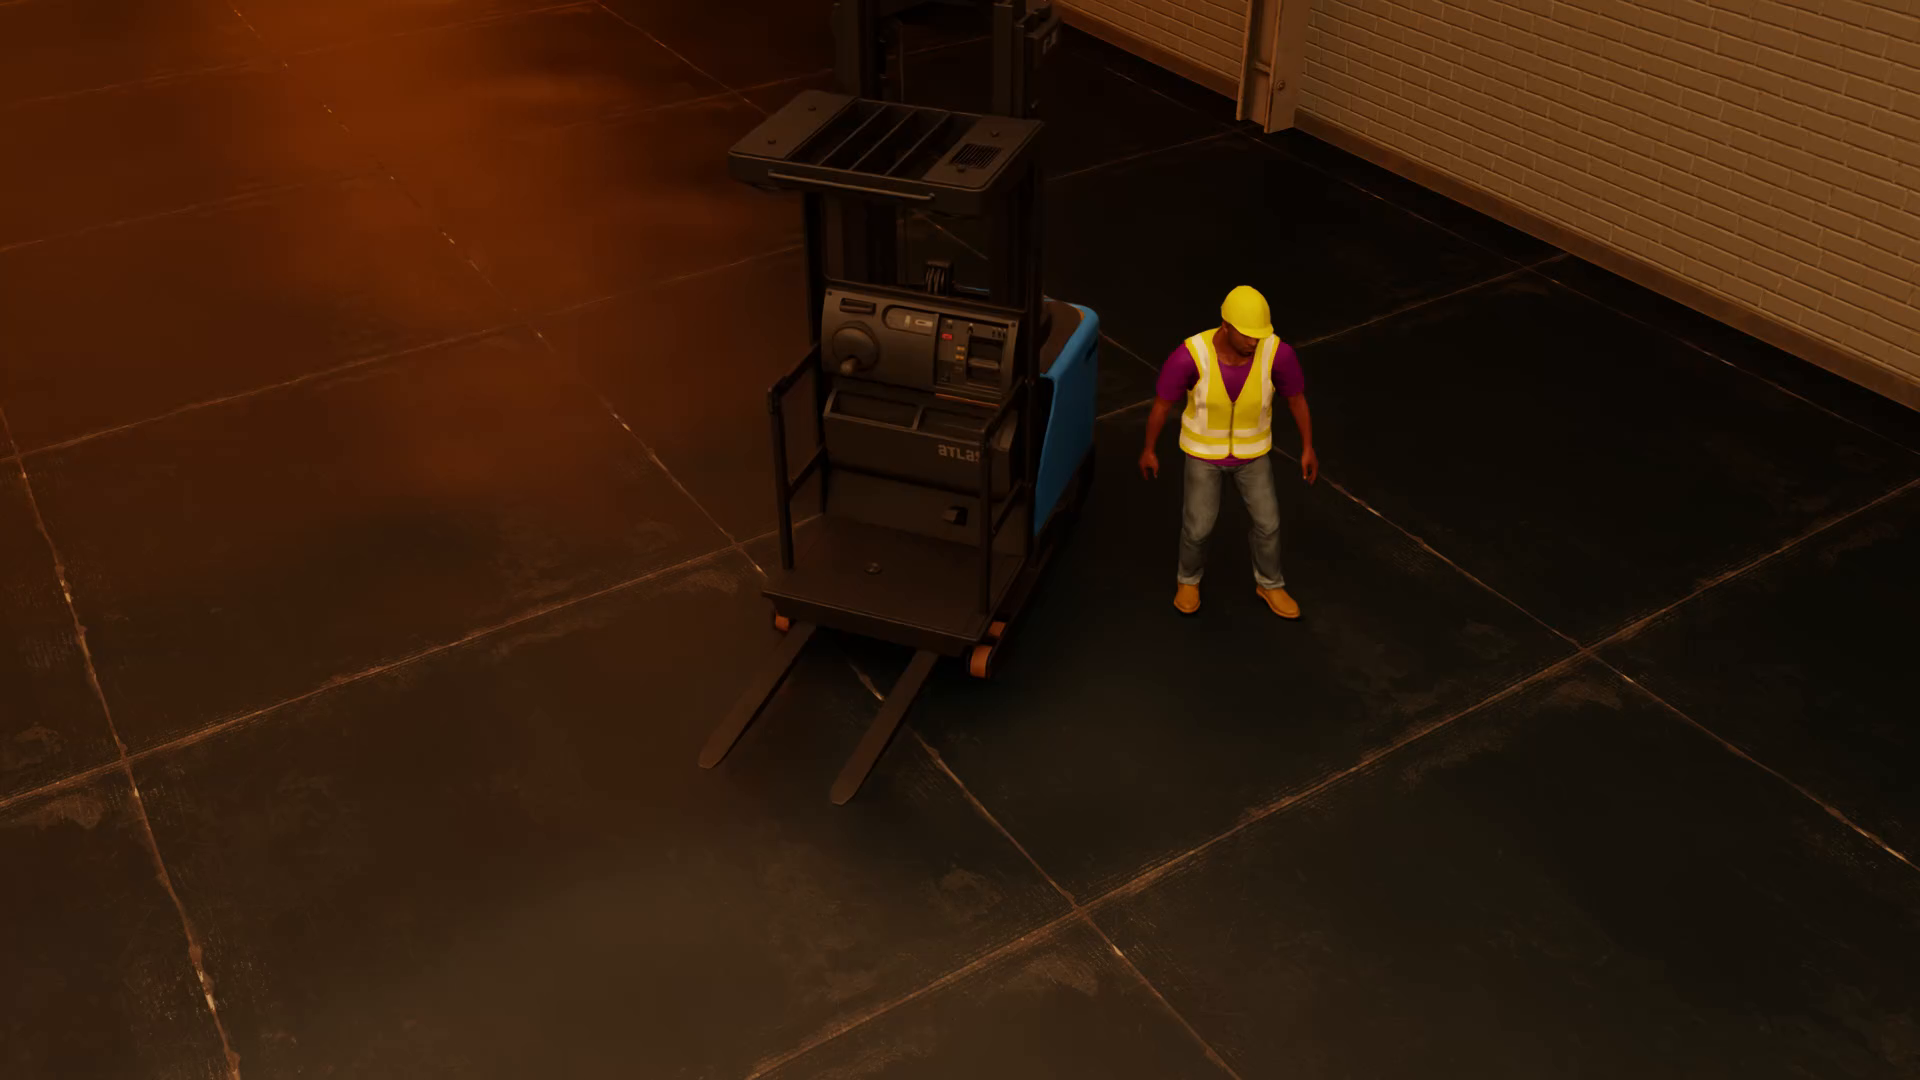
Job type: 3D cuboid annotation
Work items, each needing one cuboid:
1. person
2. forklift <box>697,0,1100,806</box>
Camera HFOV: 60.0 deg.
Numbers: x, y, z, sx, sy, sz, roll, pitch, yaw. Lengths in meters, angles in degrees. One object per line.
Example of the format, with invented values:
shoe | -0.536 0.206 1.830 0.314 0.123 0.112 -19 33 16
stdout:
person | 1.259 -0.405 7.762 0.824 1.739 0.421 -1 35 -2
forklift | -0.259 -0.819 7.314 1.130 2.935 3.031 12 37 17
